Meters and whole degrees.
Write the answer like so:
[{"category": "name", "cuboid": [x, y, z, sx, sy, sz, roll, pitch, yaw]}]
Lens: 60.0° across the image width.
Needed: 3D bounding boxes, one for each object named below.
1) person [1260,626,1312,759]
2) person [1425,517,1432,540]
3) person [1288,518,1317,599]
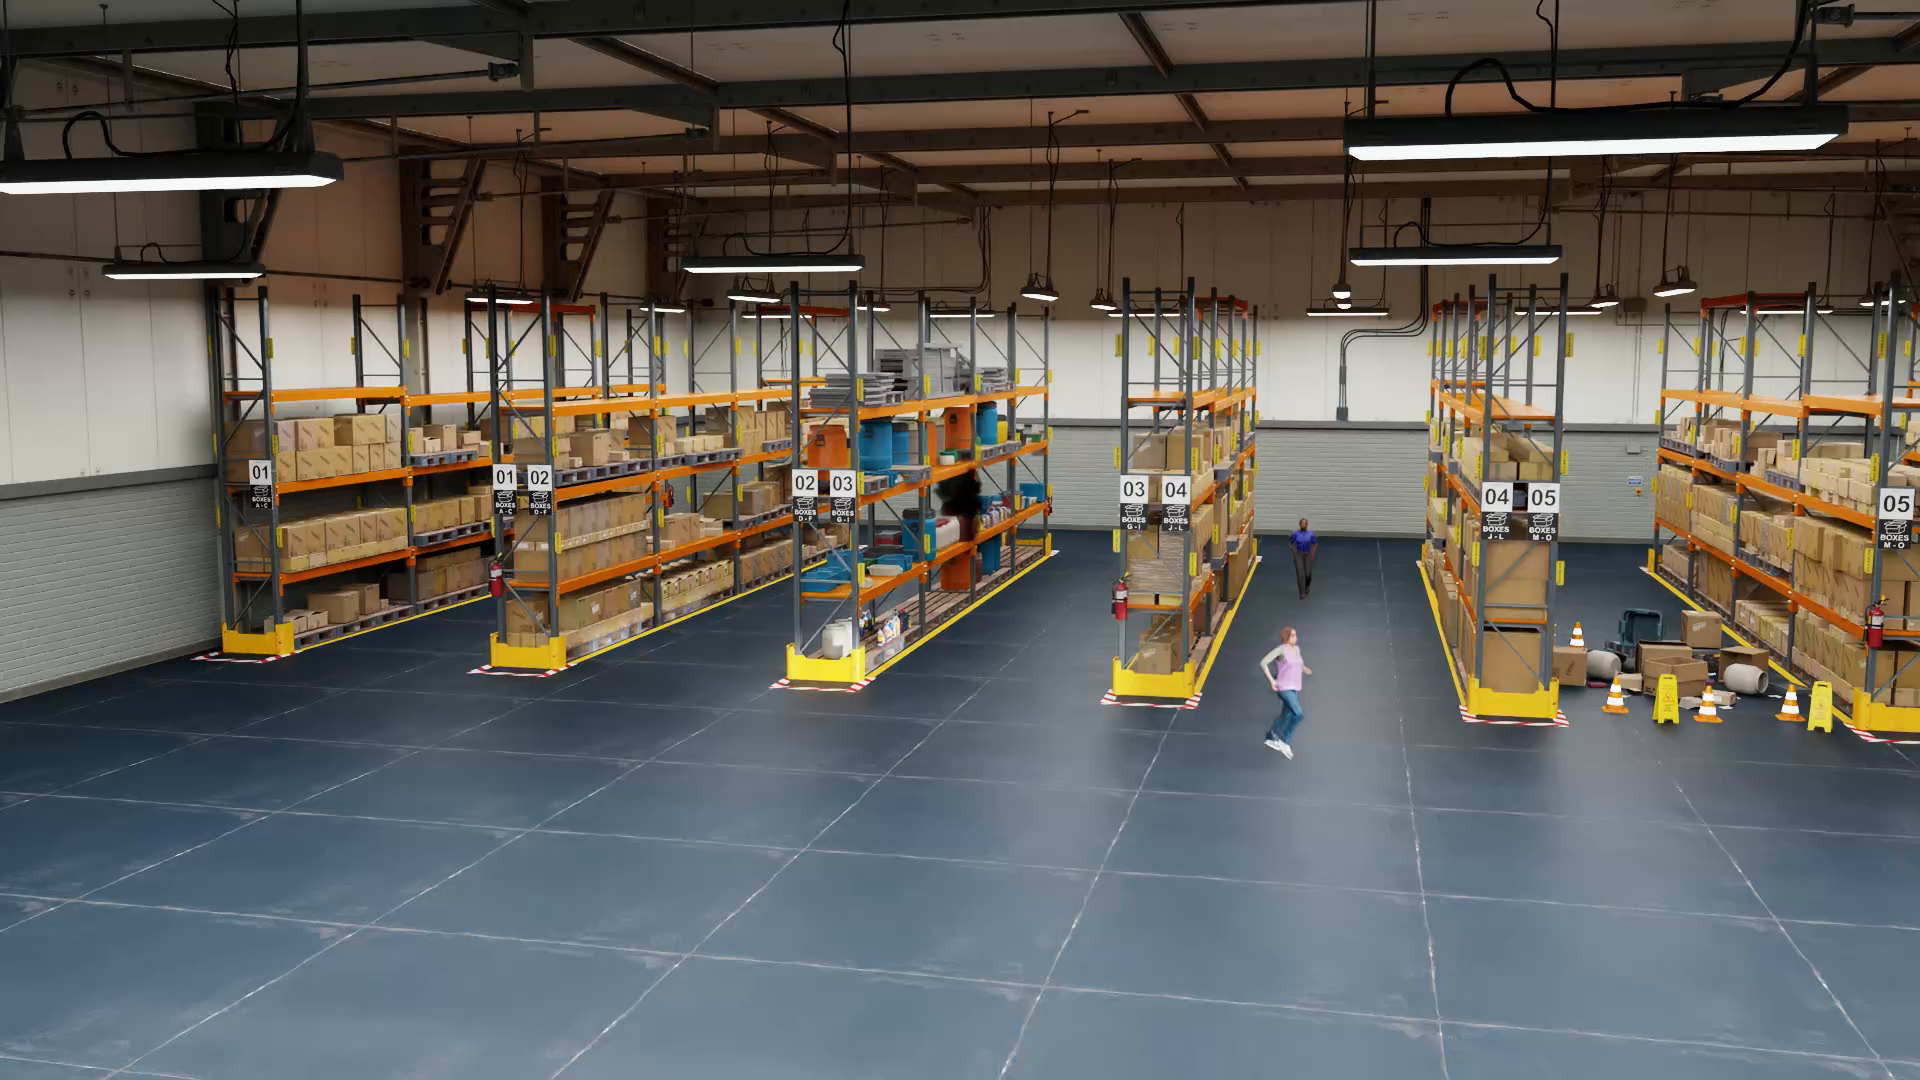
[{"category": "person", "cuboid": [4.032, 1.873, 20.450, 0.685, 1.603, 0.506, 6, 9, 44]}, {"category": "person", "cuboid": [11.368, -0.414, 39.707, 0.553, 1.707, 0.771, 5, 8, 35]}, {"category": "person", "cuboid": [6.871, 0.371, 33.365, 0.582, 1.620, 0.531, 1, 7, 10]}]
